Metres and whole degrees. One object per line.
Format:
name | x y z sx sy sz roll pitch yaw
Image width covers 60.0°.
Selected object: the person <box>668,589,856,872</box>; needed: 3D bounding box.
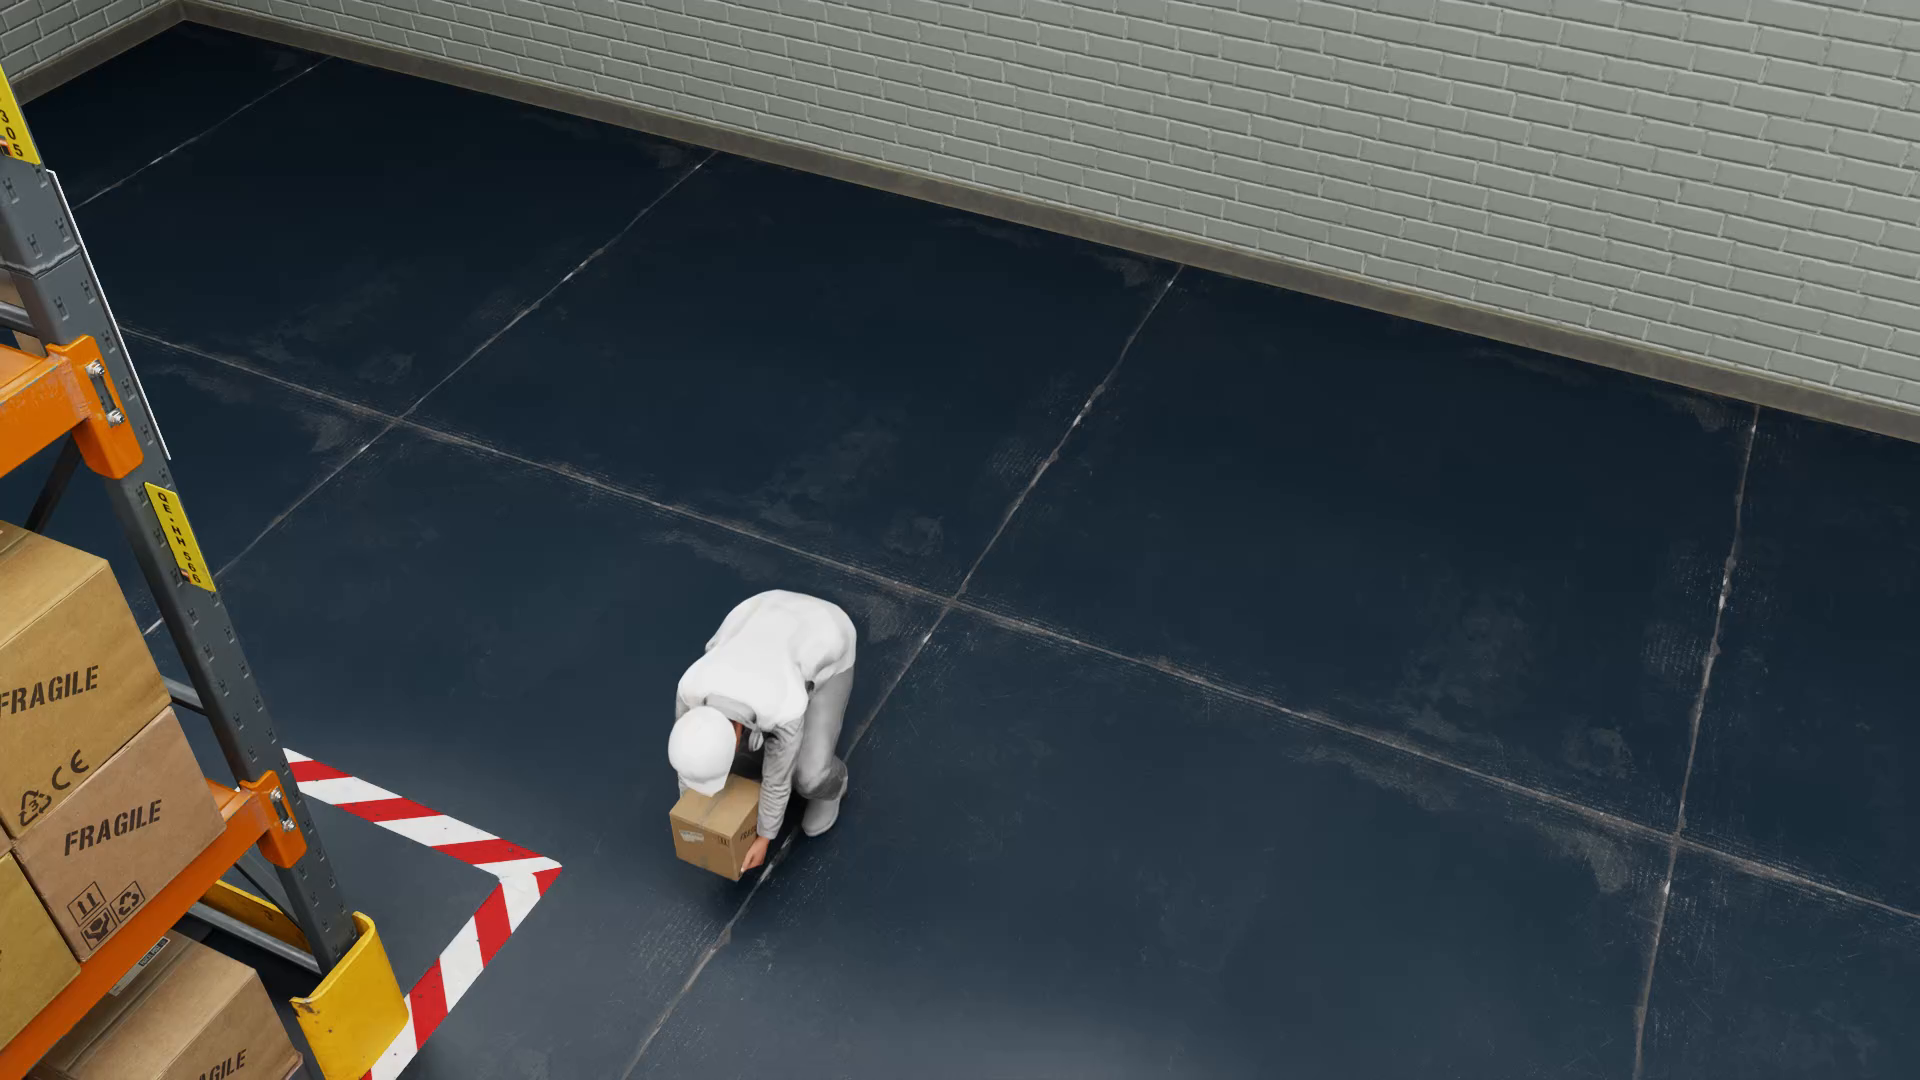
person | -0.699 0.721 5.916 0.513 0.996 0.987 15 44 17
